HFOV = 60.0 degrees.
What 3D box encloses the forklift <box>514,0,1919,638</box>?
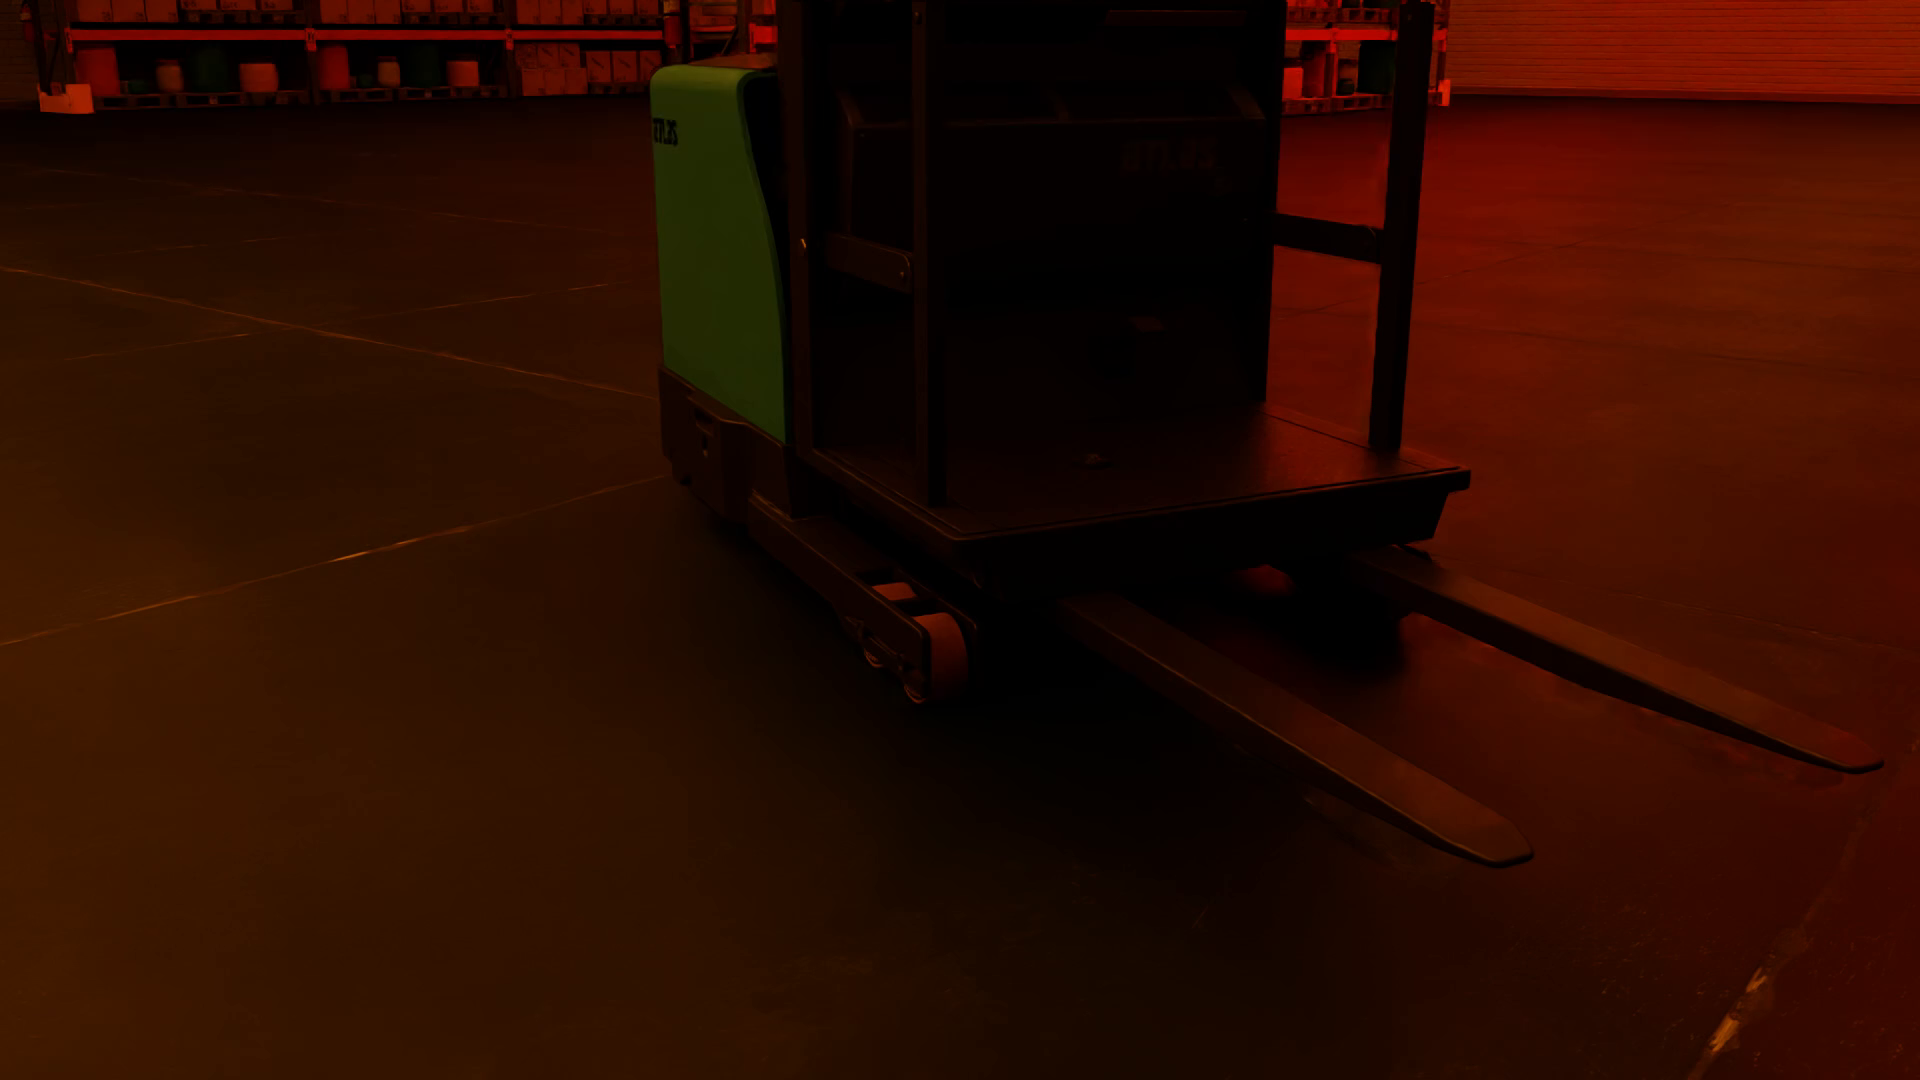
[{"bbox_3d":[0.632,-1.378,3.435,3.031,2.935,1.130,4,17,12],"label":"forklift"}]
